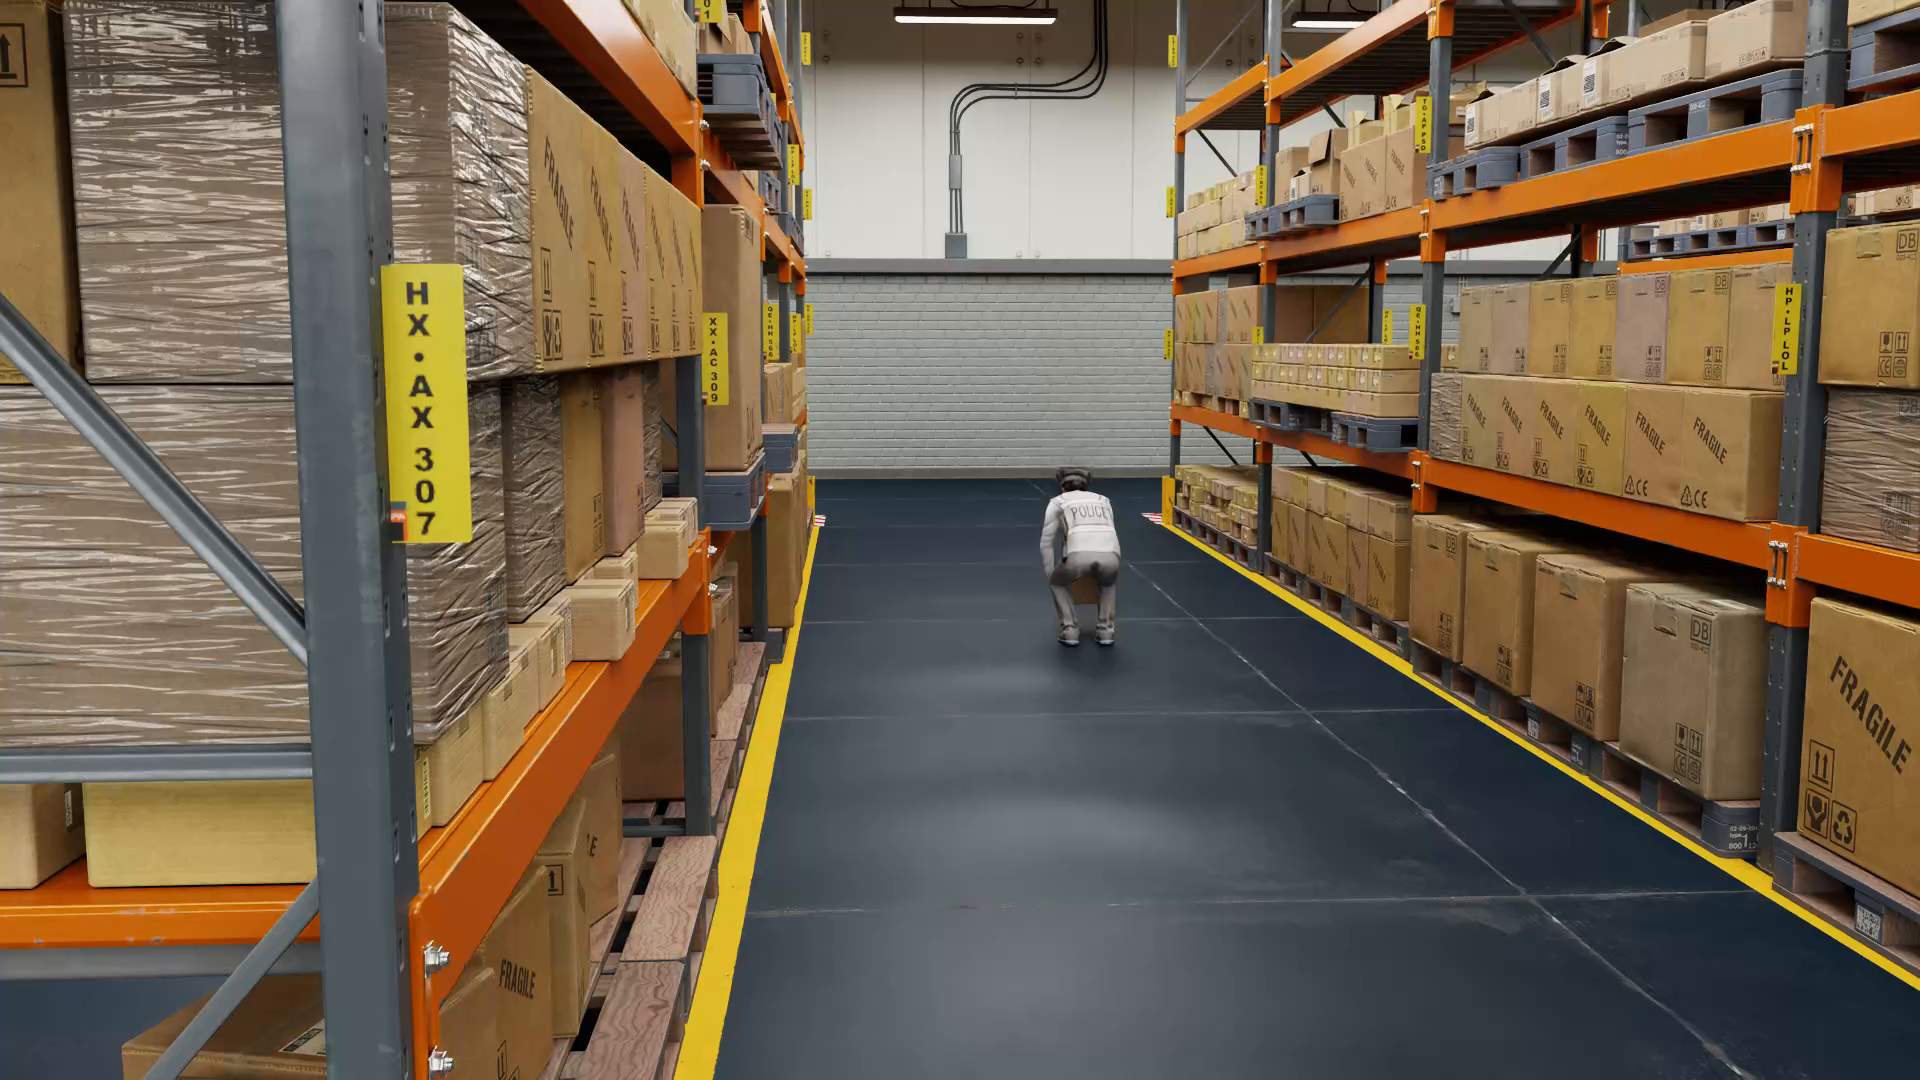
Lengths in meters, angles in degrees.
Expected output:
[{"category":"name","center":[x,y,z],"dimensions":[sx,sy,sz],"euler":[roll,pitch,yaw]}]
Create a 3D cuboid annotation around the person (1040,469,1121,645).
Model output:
[{"category":"person","center":[0.799,0.109,11.046],"dimensions":[0.516,1.139,0.803],"euler":[0,7,-4]}]
